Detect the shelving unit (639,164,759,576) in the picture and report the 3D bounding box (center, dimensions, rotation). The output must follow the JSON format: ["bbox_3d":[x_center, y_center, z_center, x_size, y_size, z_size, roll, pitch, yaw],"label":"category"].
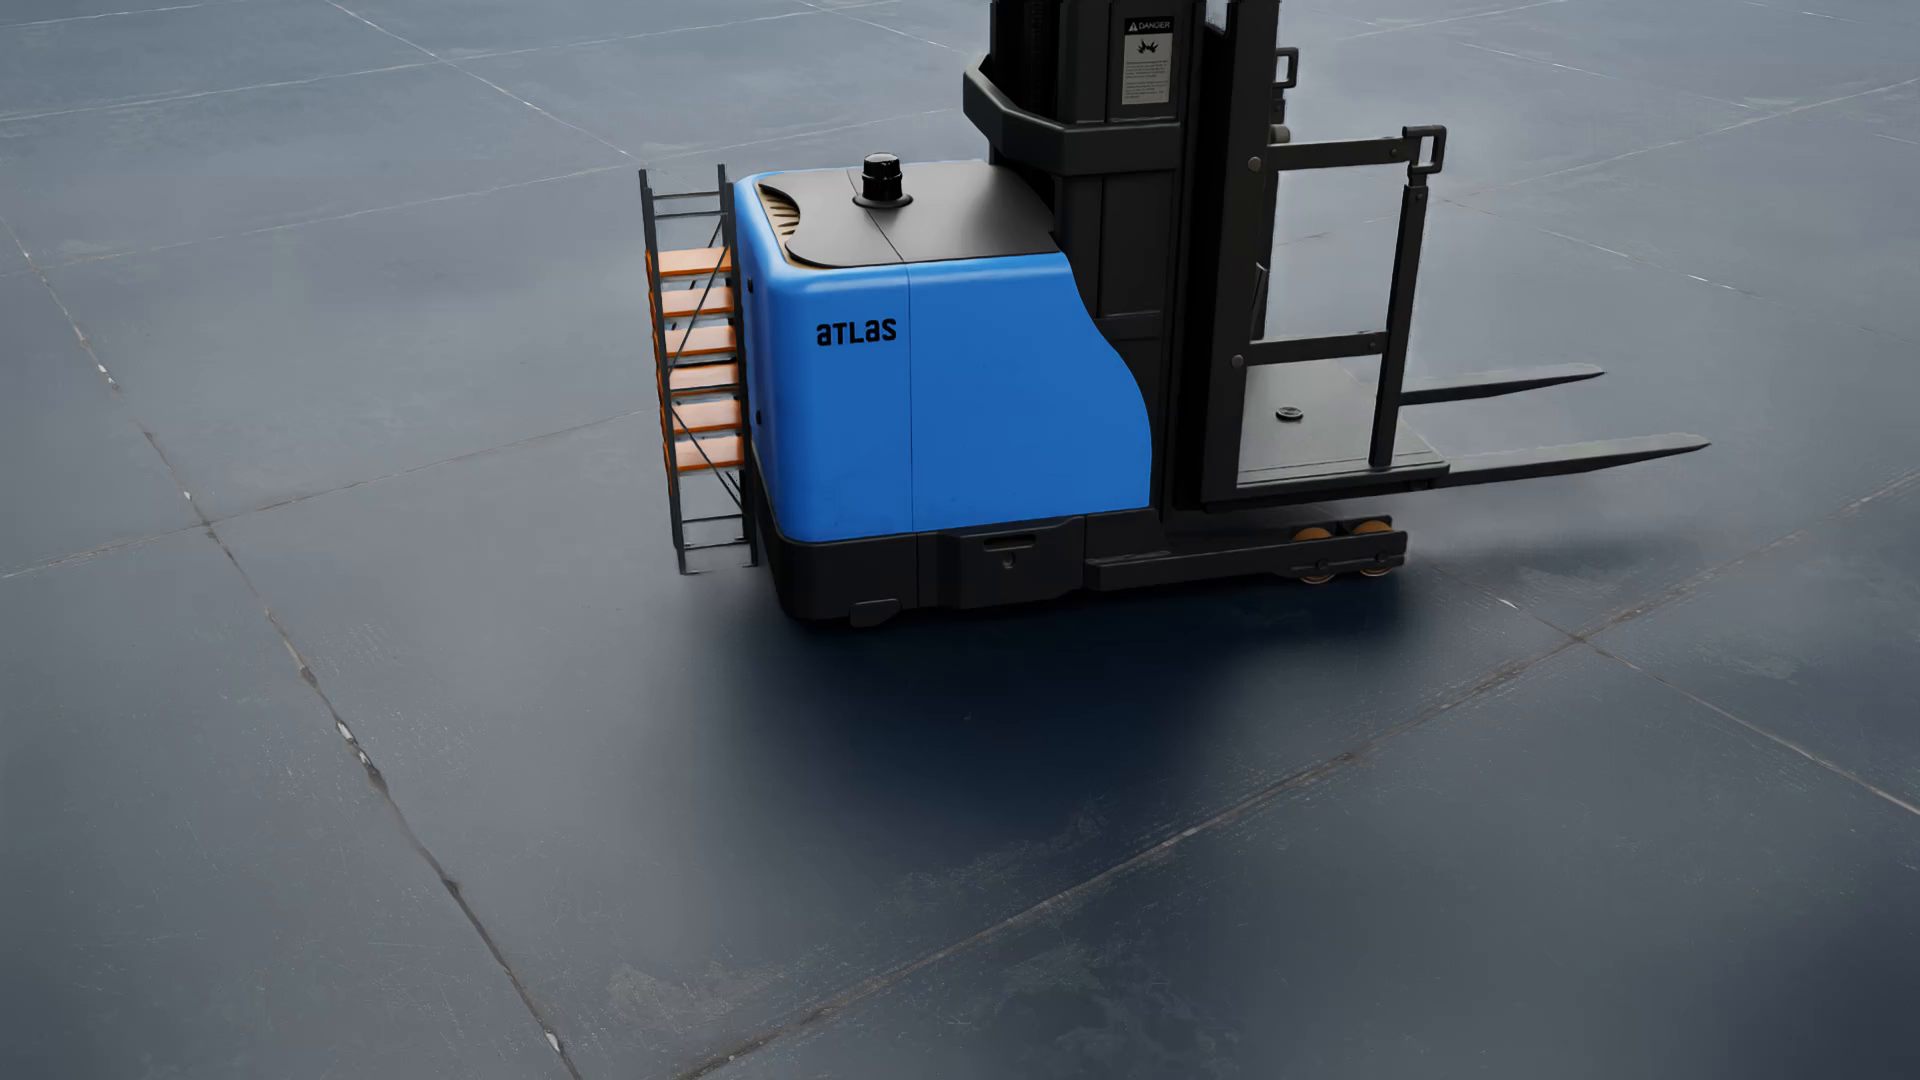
[{"bbox_3d":[-0.757,-0.477,4.871,0.258,1.200,0.189,-7,29,-13],"label":"shelving unit"}]

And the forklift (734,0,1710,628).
[{"bbox_3d":[0.869,-1.395,4.748,3.031,2.935,1.130,-6,29,-11],"label":"forklift"}]

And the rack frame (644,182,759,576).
[{"bbox_3d":[-0.735,-0.434,4.793,0.240,1.200,0.006,-7,29,-13],"label":"rack frame"}]

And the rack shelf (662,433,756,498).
[{"bbox_3d":[-0.757,-0.227,5.006,0.258,0.103,0.180,-7,29,-13],"label":"rack shelf"}]

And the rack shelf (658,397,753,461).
[{"bbox_3d":[-0.757,-0.332,4.949,0.258,0.103,0.180,-7,29,-13],"label":"rack shelf"}]

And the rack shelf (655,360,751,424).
[{"bbox_3d":[-0.757,-0.438,4.892,0.258,0.103,0.180,-7,29,-13],"label":"rack shelf"}]

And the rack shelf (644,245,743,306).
[{"bbox_3d":[-0.757,-0.754,4.720,0.258,0.103,0.180,-7,29,-13],"label":"rack shelf"}]

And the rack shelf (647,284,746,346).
[{"bbox_3d":[-0.757,-0.649,4.777,0.258,0.103,0.180,-7,29,-13],"label":"rack shelf"}]

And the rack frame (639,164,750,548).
[{"bbox_3d":[-0.780,-0.519,4.948,0.240,1.200,0.006,-7,29,-13],"label":"rack frame"}]

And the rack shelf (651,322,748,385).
[{"bbox_3d":[-0.757,-0.543,4.834,0.258,0.103,0.180,-7,29,-13],"label":"rack shelf"}]
